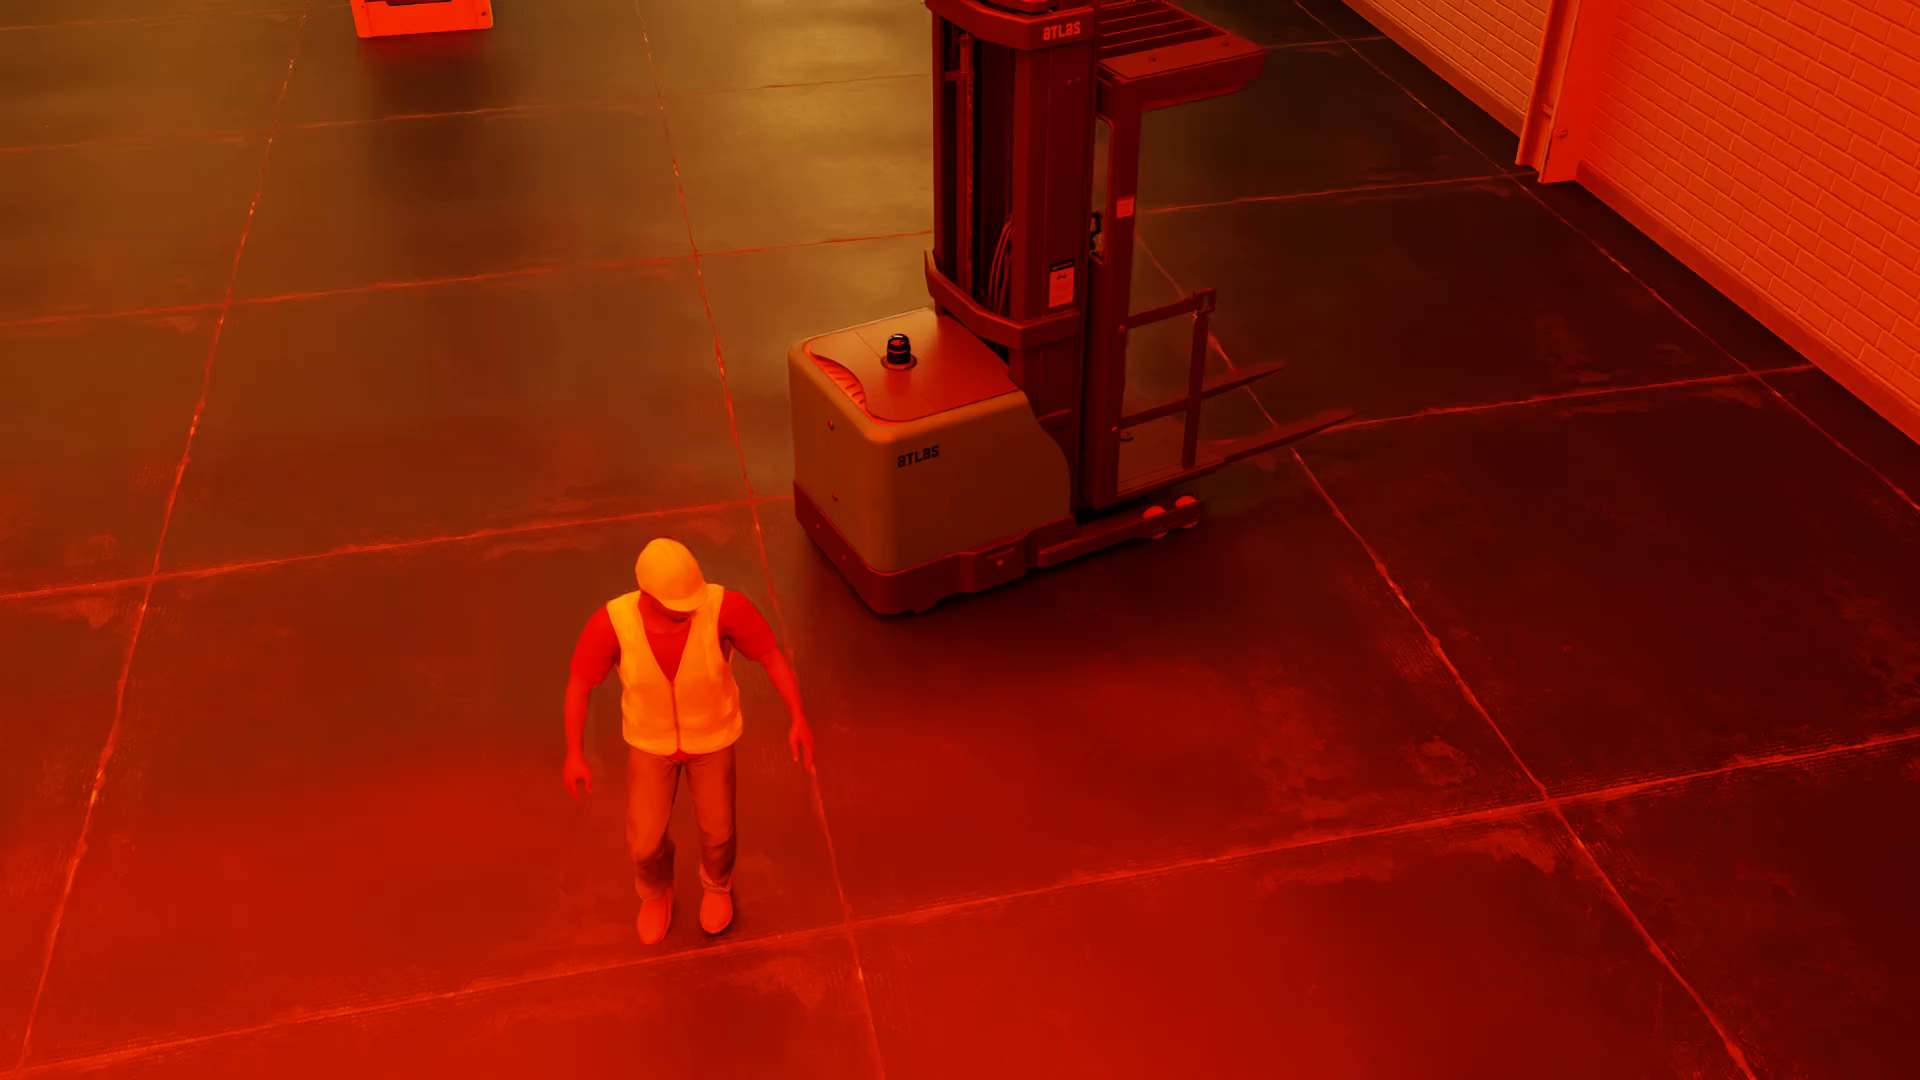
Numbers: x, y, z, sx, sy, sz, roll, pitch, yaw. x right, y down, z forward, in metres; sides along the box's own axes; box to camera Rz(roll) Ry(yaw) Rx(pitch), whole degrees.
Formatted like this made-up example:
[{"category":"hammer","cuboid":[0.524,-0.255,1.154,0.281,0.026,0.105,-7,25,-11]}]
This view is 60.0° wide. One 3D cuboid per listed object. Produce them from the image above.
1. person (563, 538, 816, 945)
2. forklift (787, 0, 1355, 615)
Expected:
[{"category":"person","cuboid":[-0.976,0.756,6.047,0.907,1.773,0.501,-3,36,-4]},{"category":"forklift","cuboid":[0.689,-1.448,8.062,3.031,2.935,1.130,-18,39,-23]}]
